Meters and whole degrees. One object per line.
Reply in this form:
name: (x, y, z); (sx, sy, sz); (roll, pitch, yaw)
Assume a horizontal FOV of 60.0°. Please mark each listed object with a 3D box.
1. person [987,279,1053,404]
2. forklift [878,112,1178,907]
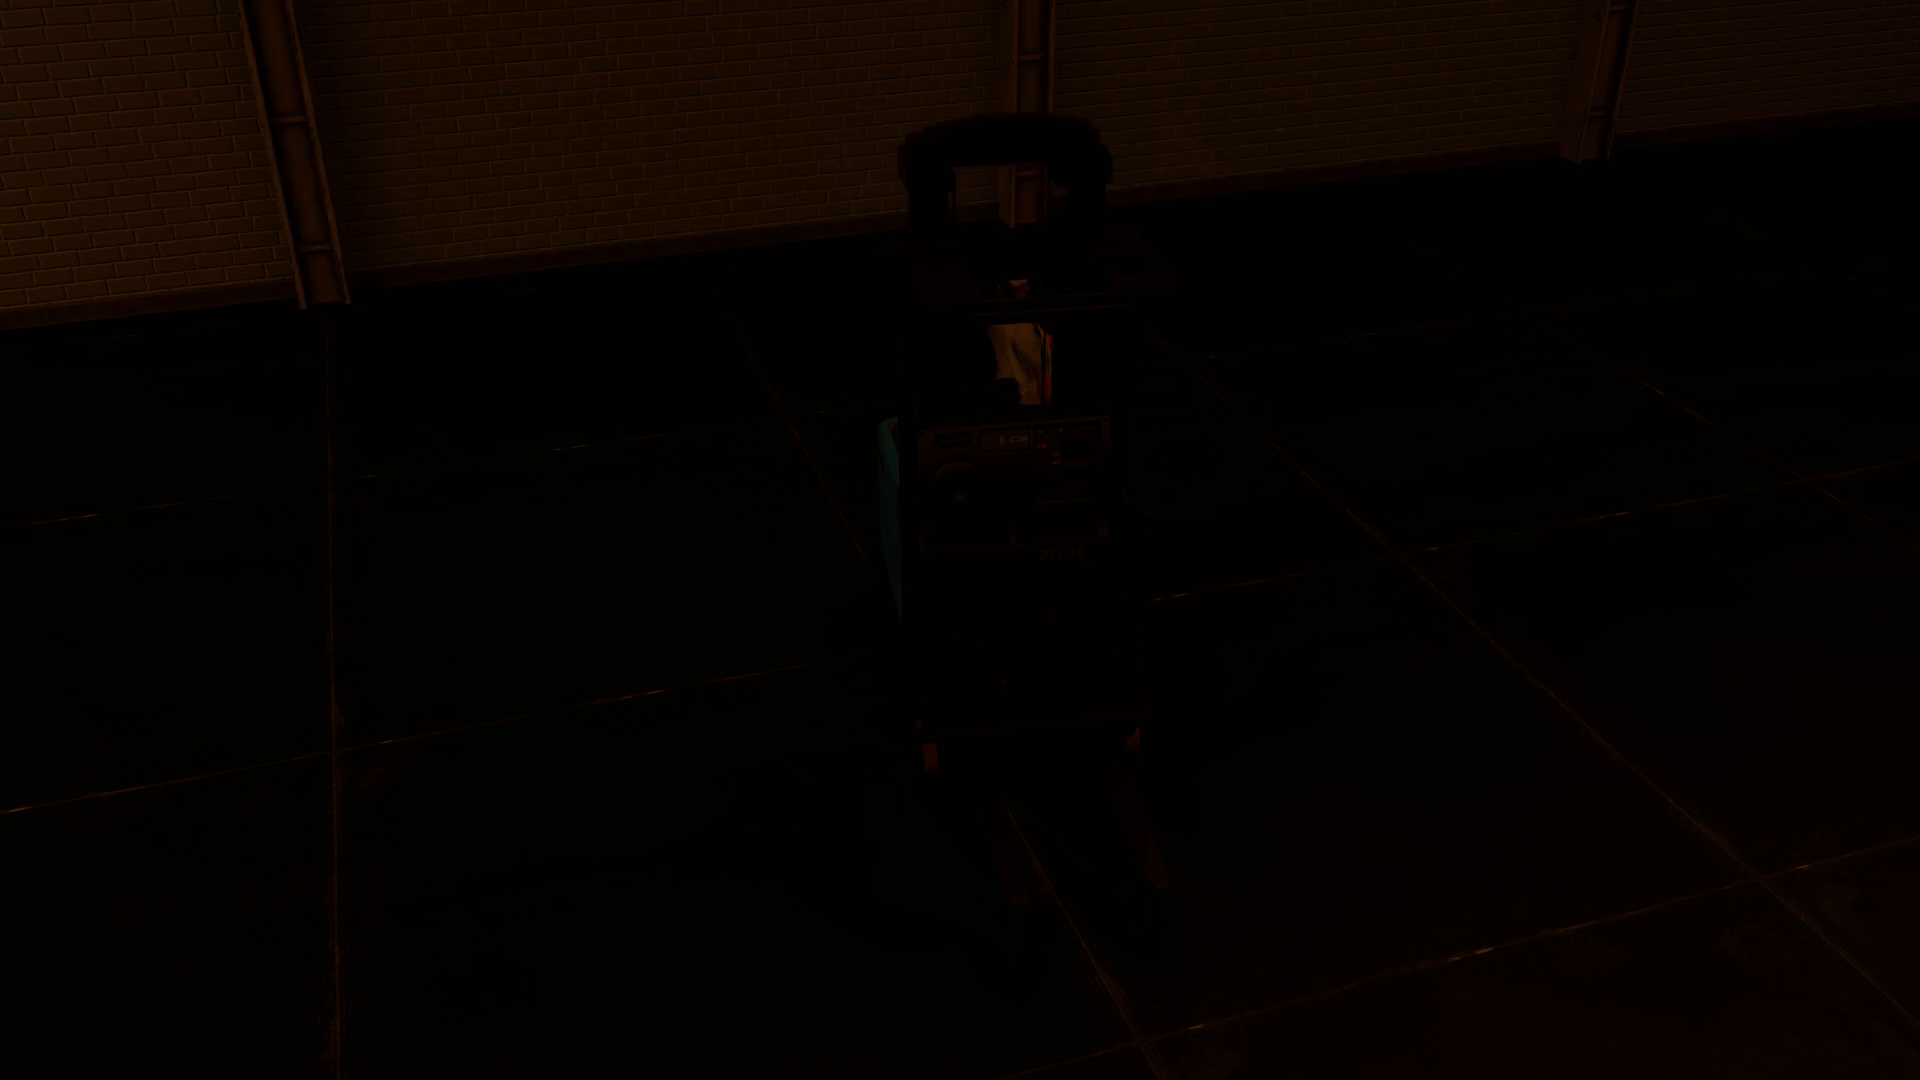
person: (0.458, -0.813, 9.770); (0.860, 1.702, 0.729); (-18, 34, -28)
forklift: (0.296, -0.325, 7.652); (1.130, 2.935, 3.031); (-5, 30, -8)
